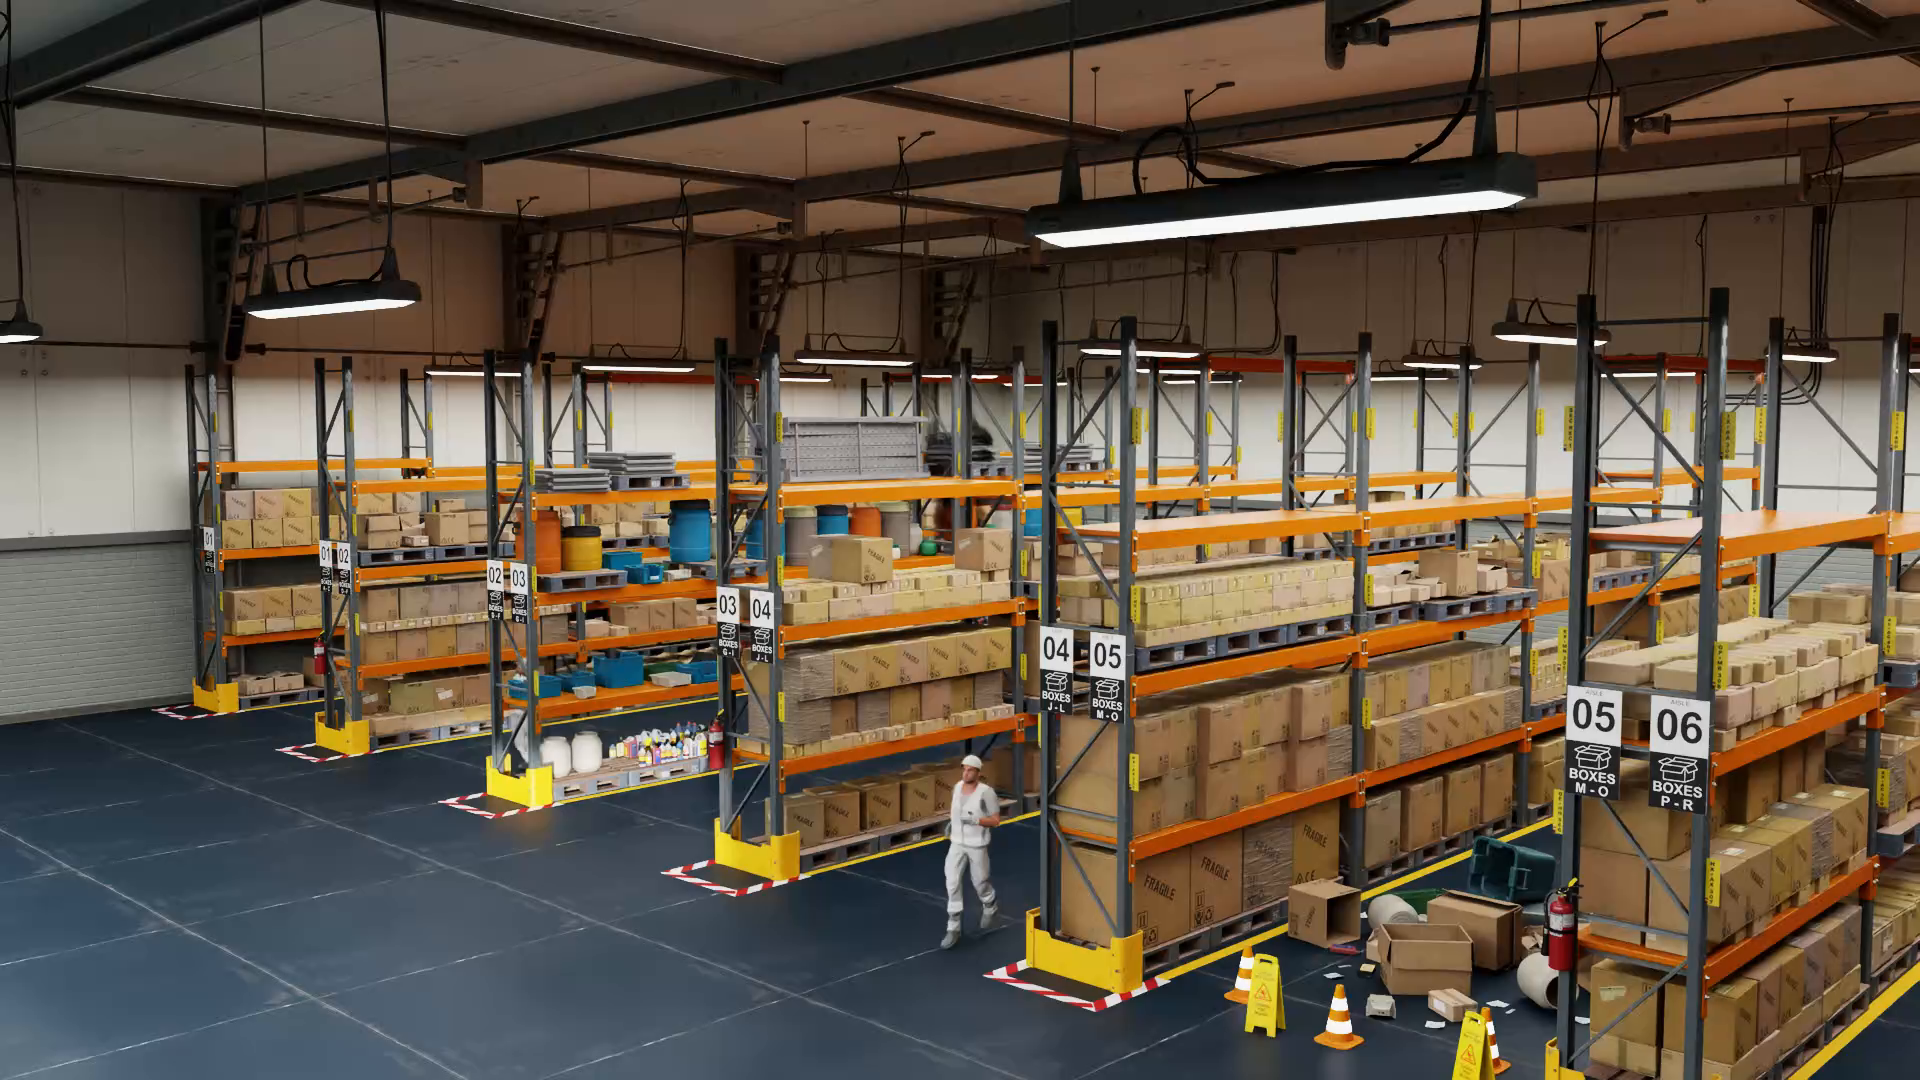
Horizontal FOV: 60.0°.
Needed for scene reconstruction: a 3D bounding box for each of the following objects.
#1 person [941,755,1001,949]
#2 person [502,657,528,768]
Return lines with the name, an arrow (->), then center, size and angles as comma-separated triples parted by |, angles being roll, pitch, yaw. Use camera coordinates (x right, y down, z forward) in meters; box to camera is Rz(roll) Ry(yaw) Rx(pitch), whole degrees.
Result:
person -> 0.099, 2.999, 16.243 | 0.647, 1.808, 0.878 | 2, 5, 28
person -> -6.341, 2.505, 24.013 | 0.593, 1.624, 0.554 | 3, 5, 36
